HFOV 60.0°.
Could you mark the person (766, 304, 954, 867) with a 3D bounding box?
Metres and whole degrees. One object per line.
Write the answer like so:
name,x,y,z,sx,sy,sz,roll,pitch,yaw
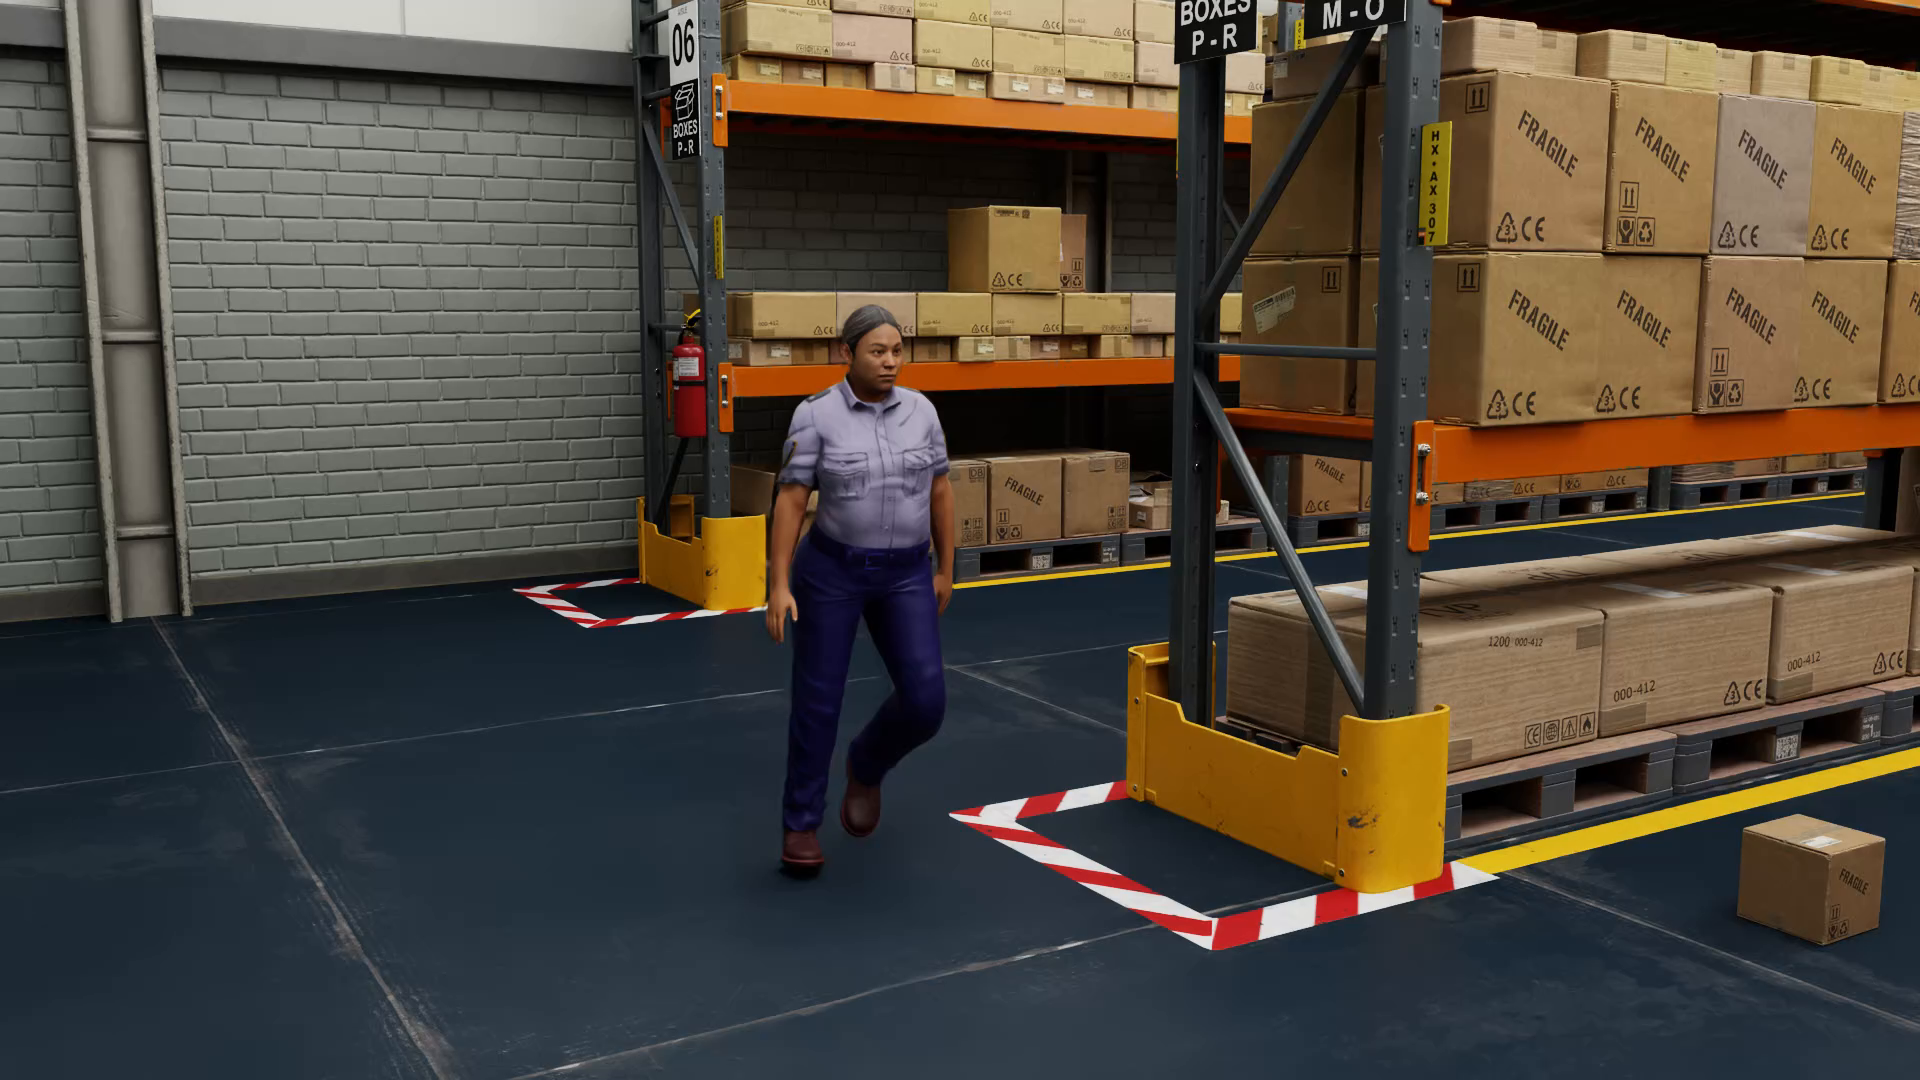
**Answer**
person,-0.301,0.127,4.896,0.618,1.627,0.485,-3,9,-21
